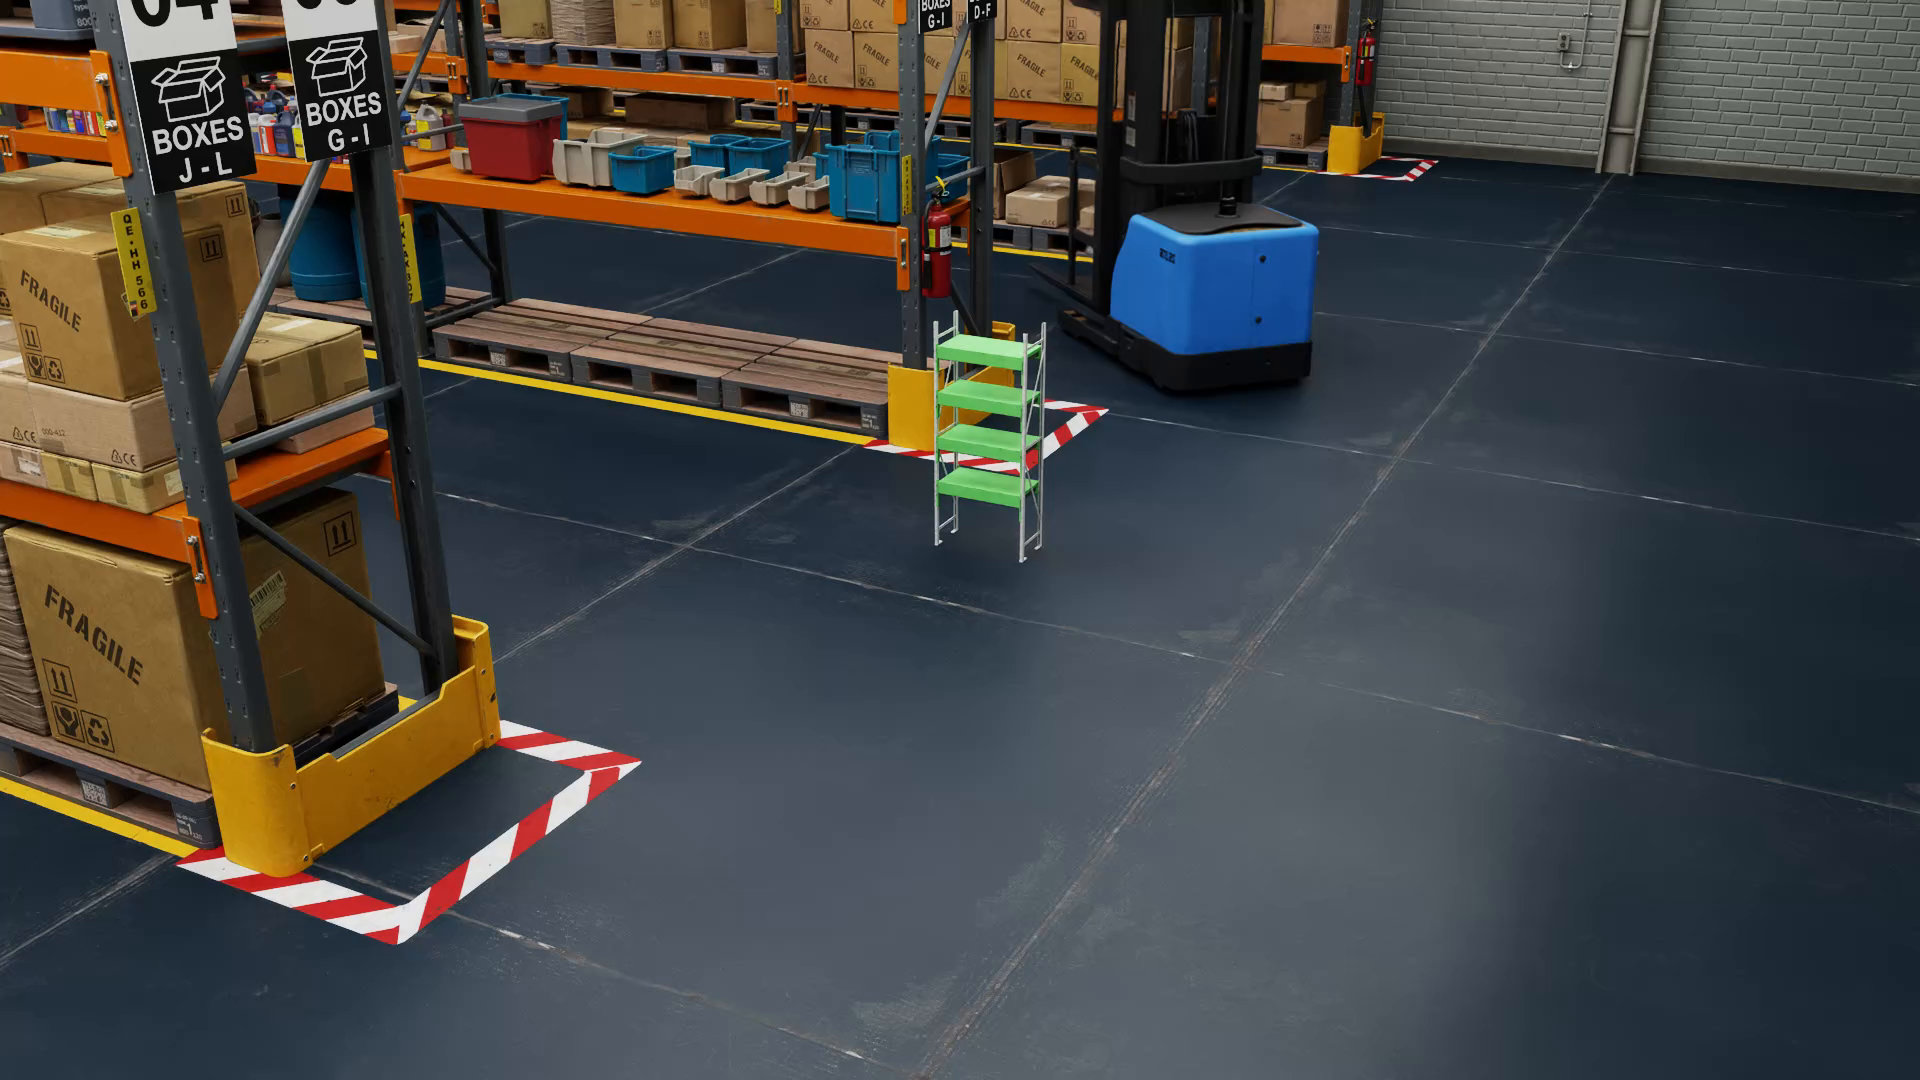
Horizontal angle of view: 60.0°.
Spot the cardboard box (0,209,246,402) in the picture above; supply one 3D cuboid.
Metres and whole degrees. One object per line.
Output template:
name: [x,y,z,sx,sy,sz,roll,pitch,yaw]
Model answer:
cardboard box: [-2.855,-0.814,5.684,0.500,0.500,0.500,12,26,25]

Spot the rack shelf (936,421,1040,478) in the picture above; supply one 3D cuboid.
rack shelf: [0.148,-0.464,8.471,0.480,0.148,0.258,11,25,25]

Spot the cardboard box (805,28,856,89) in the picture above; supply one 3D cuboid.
cardboard box: [-1.067,-4.433,15.213,0.500,0.500,0.500,12,26,26]

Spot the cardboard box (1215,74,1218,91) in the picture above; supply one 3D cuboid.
cardboard box: [3.032,-5.253,19.097,0.250,0.149,0.380,12,26,25]

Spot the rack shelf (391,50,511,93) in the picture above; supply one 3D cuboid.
rack shelf: [-6.753,-5.301,18.300,4.000,0.370,1.077,11,25,25]

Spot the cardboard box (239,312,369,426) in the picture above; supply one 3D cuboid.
cardboard box: [-2.609,-0.654,6.266,0.500,0.250,0.500,10,25,23]

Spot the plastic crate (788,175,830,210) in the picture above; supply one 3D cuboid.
plastic crate: [-0.877,-2.124,10.171,0.243,0.136,0.396,11,25,25]

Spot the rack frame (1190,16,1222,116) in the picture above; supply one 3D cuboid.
rack frame: [2.171,-3.866,14.008,0.127,3.000,1.000,11,25,25]

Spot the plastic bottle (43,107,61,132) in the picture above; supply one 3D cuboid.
plastic bottle: [-6.966,-3.303,12.842,0.135,0.276,0.152,11,25,25]

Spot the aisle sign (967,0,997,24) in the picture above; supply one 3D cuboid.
aisle sign: [0.131,-3.424,9.646,0.004,0.787,0.394,11,25,25]

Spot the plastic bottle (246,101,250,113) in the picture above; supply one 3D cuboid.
plastic bottle: [-5.533,-3.288,12.798,0.133,0.283,0.061,11,25,25]

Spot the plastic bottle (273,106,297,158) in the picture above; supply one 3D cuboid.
plastic bottle: [-4.770,-2.901,11.801,0.185,0.351,0.144,11,25,25]

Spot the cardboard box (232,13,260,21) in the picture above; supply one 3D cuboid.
cardboard box: [-8.079,-5.844,18.851,0.500,0.250,0.500,13,26,28]

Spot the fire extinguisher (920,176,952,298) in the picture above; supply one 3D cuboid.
fire extinguisher: [-0.138,-1.744,9.593,0.183,0.674,0.296,11,25,25]

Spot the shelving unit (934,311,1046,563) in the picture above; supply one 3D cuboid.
shelving unit: [0.148,-0.523,8.446,0.503,1.200,0.258,11,25,25]

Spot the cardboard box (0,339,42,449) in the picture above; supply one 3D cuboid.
cardboard box: [-3.307,-0.557,6.039,0.500,0.250,0.500,11,25,24]

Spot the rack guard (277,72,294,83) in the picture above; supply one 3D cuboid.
rack guard: [-9.808,-7.258,25.178,0.348,0.500,1.175,11,25,25]

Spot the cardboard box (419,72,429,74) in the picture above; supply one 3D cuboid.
cardboard box: [-7.725,-6.896,24.212,0.250,0.149,0.380,9,25,20]

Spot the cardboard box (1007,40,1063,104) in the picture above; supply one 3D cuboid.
cardboard box: [0.741,-4.076,14.375,0.500,0.500,0.500,11,26,25]

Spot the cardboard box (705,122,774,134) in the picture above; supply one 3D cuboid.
cardboard box: [-2.201,-3.885,16.685,0.500,0.500,0.500,12,26,25]

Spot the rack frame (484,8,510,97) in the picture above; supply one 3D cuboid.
rack frame: [-6.306,-7.716,23.060,0.127,3.000,1.000,11,25,25]

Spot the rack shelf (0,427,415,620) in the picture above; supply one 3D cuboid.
rack shelf: [-4.087,-0.429,6.845,4.000,0.370,1.077,11,25,25]

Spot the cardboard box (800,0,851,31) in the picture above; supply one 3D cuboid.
cardboard box: [-1.105,-4.897,15.026,0.500,0.500,0.500,12,26,26]

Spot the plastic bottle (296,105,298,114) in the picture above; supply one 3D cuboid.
plastic bottle: [-5.003,-3.233,12.684,0.097,0.271,0.097,0,23,0]

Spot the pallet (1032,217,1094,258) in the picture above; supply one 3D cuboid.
pallet: [1.391,-2.736,14.915,1.213,0.211,1.003,11,25,25]

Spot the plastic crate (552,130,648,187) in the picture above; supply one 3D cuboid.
plastic crate: [-2.357,-2.482,10.828,0.530,0.282,0.437,11,25,25]

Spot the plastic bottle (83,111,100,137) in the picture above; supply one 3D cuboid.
plastic bottle: [-6.553,-3.221,12.650,0.135,0.276,0.152,11,25,25]

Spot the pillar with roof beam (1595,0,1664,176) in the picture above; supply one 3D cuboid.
pillar with roof beam: [5.260,-6.679,12.957,0.400,9.000,9.100,11,25,25]

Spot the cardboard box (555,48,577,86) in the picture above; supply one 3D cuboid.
cardboard box: [-5.158,-6.570,22.998,0.500,0.500,0.700,11,25,24]

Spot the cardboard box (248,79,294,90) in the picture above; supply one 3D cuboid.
cardboard box: [-8.047,-5.199,19.404,0.500,0.311,0.500,11,25,25]

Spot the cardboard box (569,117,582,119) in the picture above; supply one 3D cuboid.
cardboard box: [-4.028,-4.248,17.537,0.500,0.500,0.500,12,26,27]

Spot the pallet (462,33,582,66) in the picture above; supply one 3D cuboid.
pallet: [-4.332,-5.095,17.143,1.003,0.211,1.213,11,25,25]

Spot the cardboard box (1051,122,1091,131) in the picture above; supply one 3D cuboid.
cardboard box: [1.454,-5.178,19.750,0.500,0.500,0.700,12,26,25]

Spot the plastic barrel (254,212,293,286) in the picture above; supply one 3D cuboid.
plastic barrel: [-5.210,-2.249,12.848,0.421,0.512,0.421,0,23,0]

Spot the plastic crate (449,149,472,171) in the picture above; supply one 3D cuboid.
plastic crate: [-3.286,-2.617,11.331,0.243,0.136,0.396,11,25,25]

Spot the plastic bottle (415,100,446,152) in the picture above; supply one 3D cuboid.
plastic bottle: [-3.841,-3.003,12.041,0.185,0.351,0.144,11,25,25]

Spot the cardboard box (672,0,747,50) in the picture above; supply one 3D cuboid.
cardboard box: [-2.363,-5.073,16.180,0.500,0.500,0.700,16,28,33]

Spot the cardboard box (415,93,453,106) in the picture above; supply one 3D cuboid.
cardboard box: [-5.776,-4.749,18.345,0.500,0.311,0.500,11,25,23]

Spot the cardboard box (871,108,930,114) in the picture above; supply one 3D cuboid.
cardboard box: [-0.600,-5.732,20.606,0.750,0.750,0.750,12,26,26]

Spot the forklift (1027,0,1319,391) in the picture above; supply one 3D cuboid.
forklift: [1.376,-2.871,11.756,1.130,2.935,3.031,-8,24,-18]

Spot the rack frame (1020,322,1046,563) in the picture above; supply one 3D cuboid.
rack frame: [0.365,-0.480,8.345,0.015,1.200,0.240,11,25,25]

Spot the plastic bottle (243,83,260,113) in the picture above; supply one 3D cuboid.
plastic bottle: [-5.510,-3.360,12.880,0.185,0.351,0.144,11,25,25]

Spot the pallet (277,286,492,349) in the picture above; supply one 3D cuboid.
pallet: [-4.307,-1.710,12.502,1.213,0.211,1.003,11,25,25]

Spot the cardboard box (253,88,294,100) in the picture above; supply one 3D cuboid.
cardboard box: [-7.837,-4.921,18.748,0.500,0.311,0.500,11,25,24]

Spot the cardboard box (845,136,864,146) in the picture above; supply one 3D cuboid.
cardboard box: [-0.762,-3.623,16.068,0.500,0.500,0.500,11,25,25]

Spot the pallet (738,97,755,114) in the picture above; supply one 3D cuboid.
pallet: [-3.433,-5.865,22.270,1.213,0.211,1.003,11,25,25]

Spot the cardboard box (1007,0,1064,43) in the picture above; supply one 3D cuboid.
cardboard box: [0.734,-4.533,14.172,0.500,0.500,0.500,12,26,26]

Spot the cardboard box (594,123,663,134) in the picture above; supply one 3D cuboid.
cardboard box: [-3.308,-3.879,16.671,0.500,0.500,0.500,10,25,23]

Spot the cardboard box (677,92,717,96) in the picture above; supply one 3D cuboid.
cardboard box: [-3.403,-6.170,22.058,0.500,0.500,0.700,12,26,25]

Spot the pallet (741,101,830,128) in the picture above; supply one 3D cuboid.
pallet: [-2.067,-5.561,21.555,1.213,0.211,1.003,11,25,25]

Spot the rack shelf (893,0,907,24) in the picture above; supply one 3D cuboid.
rack shelf: [-1.852,-3.539,10.325,4.000,0.370,1.077,11,25,25]

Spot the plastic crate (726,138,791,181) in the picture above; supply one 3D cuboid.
plastic crate: [-1.314,-2.478,10.882,0.300,0.233,0.416,11,25,25]

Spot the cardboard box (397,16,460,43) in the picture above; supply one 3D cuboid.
cardboard box: [-5.679,-5.463,17.877,0.500,0.311,0.500,11,25,24]

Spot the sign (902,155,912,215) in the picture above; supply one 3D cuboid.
sign: [-0.301,-2.017,9.451,0.005,0.325,0.100,11,25,25]

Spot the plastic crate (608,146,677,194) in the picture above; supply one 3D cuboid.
plastic crate: [-2.016,-2.360,10.604,0.300,0.233,0.416,11,25,25]

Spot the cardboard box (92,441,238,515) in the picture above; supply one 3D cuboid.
cardboard box: [-2.768,-0.239,5.800,0.250,0.149,0.380,12,26,26]

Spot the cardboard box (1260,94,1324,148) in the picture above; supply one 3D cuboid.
cardboard box: [3.733,-4.728,18.693,0.500,0.500,0.700,11,25,25]

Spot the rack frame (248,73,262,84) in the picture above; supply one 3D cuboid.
rack frame: [-8.538,-5.985,18.990,0.127,3.000,1.000,11,25,25]

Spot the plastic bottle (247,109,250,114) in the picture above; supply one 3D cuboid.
plastic bottle: [-5.198,-3.006,12.149,0.097,0.271,0.097,0,23,0]

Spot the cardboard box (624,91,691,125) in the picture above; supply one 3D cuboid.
cardboard box: [-3.061,-4.405,16.949,0.500,0.250,0.500,11,25,24]
